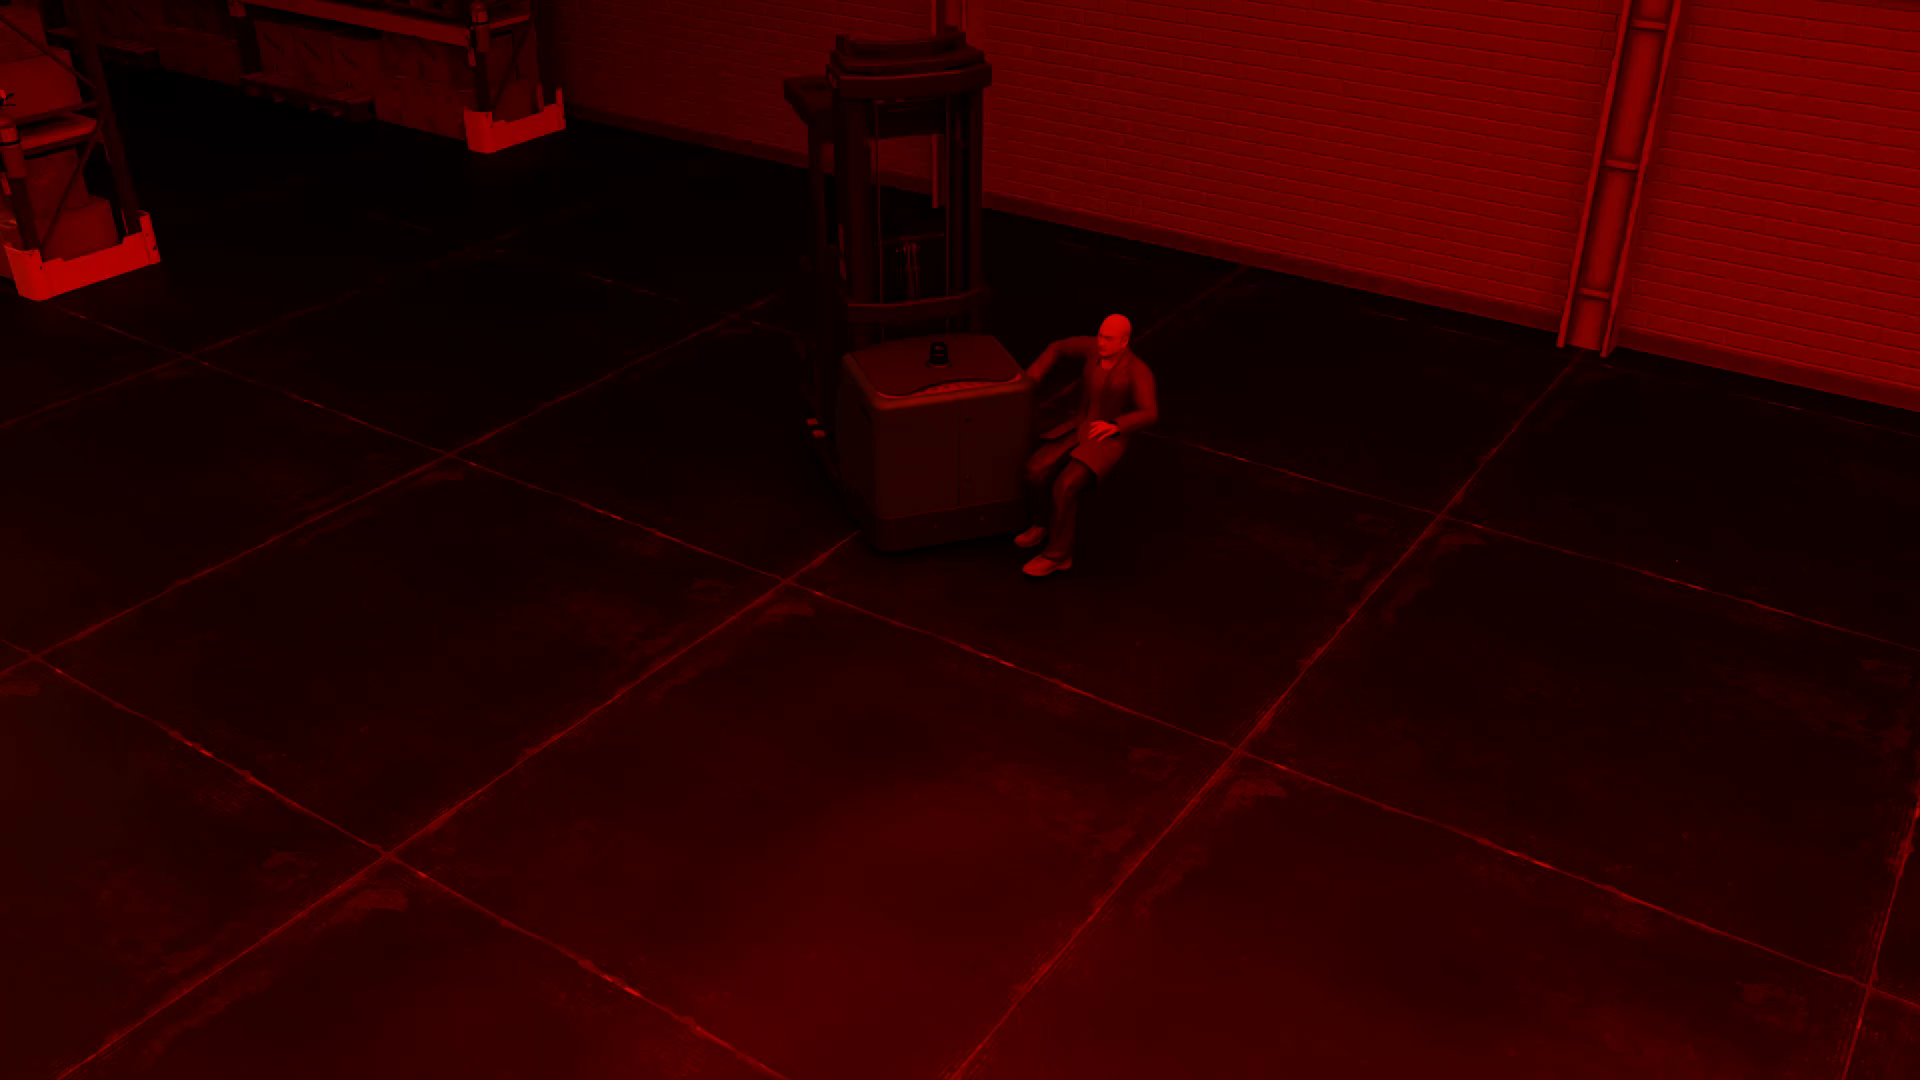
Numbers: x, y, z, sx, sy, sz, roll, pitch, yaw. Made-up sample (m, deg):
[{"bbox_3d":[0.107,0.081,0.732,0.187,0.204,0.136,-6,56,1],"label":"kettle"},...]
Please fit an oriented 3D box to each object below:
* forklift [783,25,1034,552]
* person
[{"bbox_3d":[-0.479,-1.921,10.890,1.130,2.935,3.031,-9,31,-16],"label":"forklift"},{"bbox_3d":[0.677,-0.578,9.987,1.017,1.527,0.903,23,37,34],"label":"person"}]
